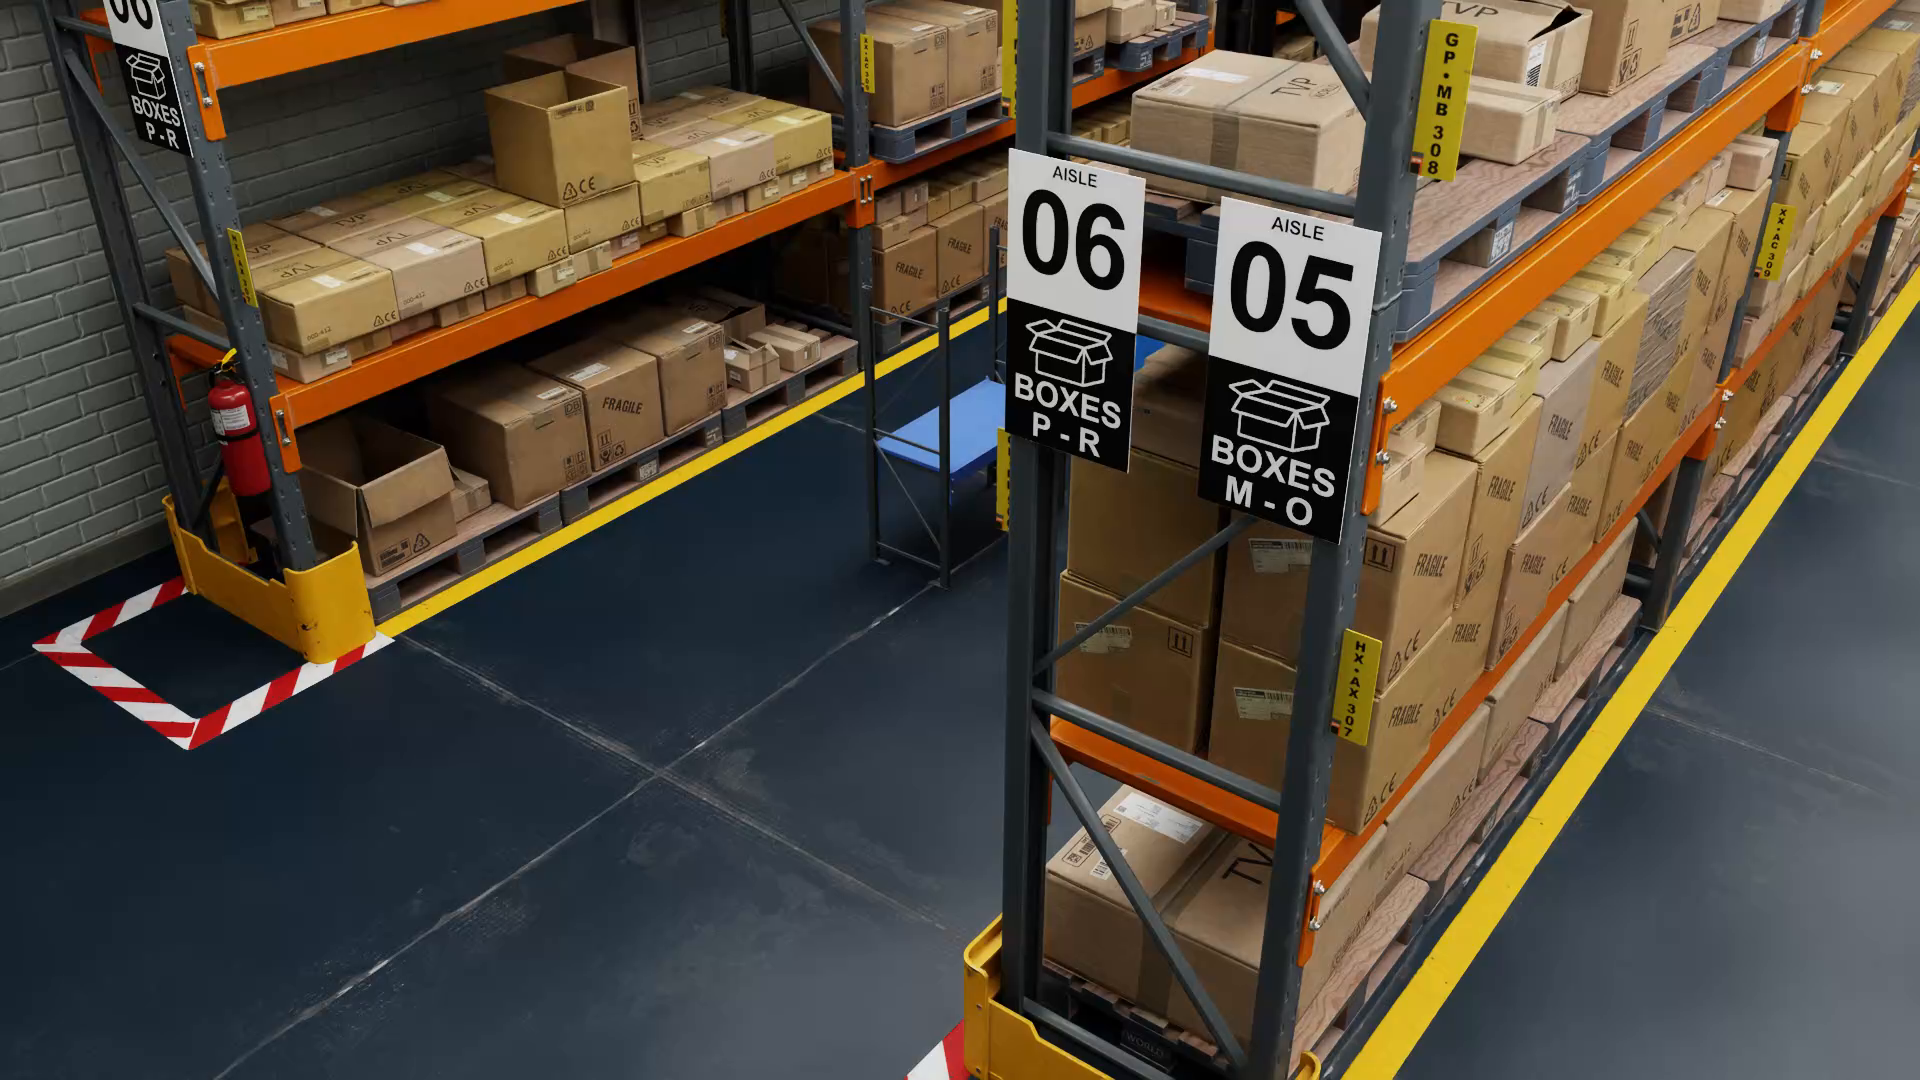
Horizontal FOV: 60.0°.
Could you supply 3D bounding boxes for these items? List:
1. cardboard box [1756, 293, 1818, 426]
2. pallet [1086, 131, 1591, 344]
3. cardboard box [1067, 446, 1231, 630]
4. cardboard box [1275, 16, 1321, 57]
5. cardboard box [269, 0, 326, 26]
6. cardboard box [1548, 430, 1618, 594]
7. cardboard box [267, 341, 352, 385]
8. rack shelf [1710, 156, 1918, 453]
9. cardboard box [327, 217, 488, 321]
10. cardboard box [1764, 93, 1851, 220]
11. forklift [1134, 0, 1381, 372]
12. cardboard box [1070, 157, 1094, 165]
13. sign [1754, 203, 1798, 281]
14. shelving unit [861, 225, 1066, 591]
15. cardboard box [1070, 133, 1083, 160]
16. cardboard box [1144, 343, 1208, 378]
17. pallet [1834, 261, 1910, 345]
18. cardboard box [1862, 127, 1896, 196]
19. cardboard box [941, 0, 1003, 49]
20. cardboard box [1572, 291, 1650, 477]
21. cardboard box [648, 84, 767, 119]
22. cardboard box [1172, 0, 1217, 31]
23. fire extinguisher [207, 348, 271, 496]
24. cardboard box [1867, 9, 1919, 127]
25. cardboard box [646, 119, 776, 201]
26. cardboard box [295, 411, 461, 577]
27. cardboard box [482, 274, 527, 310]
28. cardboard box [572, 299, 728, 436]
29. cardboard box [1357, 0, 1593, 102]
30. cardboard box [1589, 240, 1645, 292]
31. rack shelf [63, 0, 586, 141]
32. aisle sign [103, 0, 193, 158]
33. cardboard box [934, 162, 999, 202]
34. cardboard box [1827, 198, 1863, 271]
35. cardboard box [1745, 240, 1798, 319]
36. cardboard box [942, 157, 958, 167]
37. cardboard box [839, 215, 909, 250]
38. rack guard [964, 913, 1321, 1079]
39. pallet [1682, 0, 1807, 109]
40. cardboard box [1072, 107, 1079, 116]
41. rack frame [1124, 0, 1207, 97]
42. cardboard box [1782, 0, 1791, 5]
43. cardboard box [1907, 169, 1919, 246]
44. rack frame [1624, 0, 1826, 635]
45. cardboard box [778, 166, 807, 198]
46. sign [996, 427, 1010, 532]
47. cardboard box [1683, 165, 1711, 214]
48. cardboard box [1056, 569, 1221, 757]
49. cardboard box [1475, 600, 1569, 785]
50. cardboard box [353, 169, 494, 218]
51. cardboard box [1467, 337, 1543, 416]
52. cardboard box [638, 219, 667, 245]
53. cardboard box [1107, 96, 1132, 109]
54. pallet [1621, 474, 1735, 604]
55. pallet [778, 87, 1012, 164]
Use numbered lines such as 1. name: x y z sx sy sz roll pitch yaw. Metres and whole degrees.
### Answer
1. cardboard box: 4.375 -1.290 9.657 0.875 0.875 0.875 22 37 32
2. pallet: 1.010 -0.945 4.548 1.003 0.211 1.213 21 37 31
3. cardboard box: 0.672 -0.131 4.950 0.500 0.500 0.500 22 37 33
4. cardboard box: 3.074 -4.423 15.188 0.875 0.625 0.625 21 36 31
5. cardboard box: -2.874 -2.269 6.941 0.380 0.149 0.250 22 37 32
6. cardboard box: 1.983 -0.162 5.984 0.500 0.500 0.500 22 37 33
7. cardboard box: -2.972 -0.856 7.498 0.380 0.149 0.250 21 36 31
8. rack shelf: 4.192 -1.518 9.074 1.077 0.370 4.000 21 37 31
9. cardboard box: -2.596 -1.284 7.830 0.500 0.250 0.500 22 37 32
10. cardboard box: 3.765 -1.793 7.755 0.500 0.500 0.500 21 37 31
11. forklift: 2.204 -2.226 9.632 3.031 2.935 1.130 -23 38 -33
12. cardboard box: 0.732 -2.620 12.268 0.500 0.500 0.500 23 38 33
13. sign: 3.428 -1.251 6.991 0.100 0.325 0.005 21 37 31
14. shelving unit: 0.052 -0.680 8.426 0.538 1.500 1.048 21 37 31
15. cardboard box: 0.664 -2.863 12.043 0.380 0.149 0.250 21 36 31
16. cardboard box: 0.761 -0.459 4.867 0.380 0.149 0.250 22 37 32
17. pallet: 5.872 -1.758 11.509 1.003 0.211 1.213 21 37 31
18. cardboard box: 4.710 -2.092 8.994 0.500 0.250 0.500 20 36 30
19. cardboard box: 0.282 -3.421 11.071 0.700 0.500 0.500 21 37 31
20. cardboard box: 1.998 -0.596 5.734 0.500 0.500 0.500 21 37 31
21. cardboard box: -1.489 -2.486 9.857 0.500 0.250 0.500 21 36 31
22. cardboard box: 1.903 -4.207 13.053 0.500 0.250 0.500 21 37 31
23. fire extinguisher: -3.109 -0.519 7.125 0.296 0.674 0.183 21 37 31
24. cardboard box: 4.993 -2.612 9.136 0.500 0.500 0.500 22 37 32
25. cardboard box: -1.378 -2.114 9.229 0.500 0.250 0.500 21 37 31
26. cardboard box: -2.944 -0.241 8.251 0.797 0.503 0.637 20 36 29
27. cardboard box: -2.367 -1.284 8.221 0.380 0.149 0.250 22 37 32
28. cardboard box: -1.771 -0.997 9.529 0.700 0.500 0.500 20 36 30
29. cardboard box: 1.514 -1.457 4.902 0.500 0.311 0.500 22 37 32
30. cardboard box: 2.094 -0.939 5.677 0.380 0.149 0.250 21 37 31
31. rack shelf: -2.182 -2.708 8.141 1.077 0.370 4.000 21 37 31
32. aisle sign: -3.196 -1.915 6.489 0.394 0.787 0.004 21 37 31
33. cardboard box: 0.041 -2.439 11.326 0.380 0.149 0.250 21 37 31
34. cardboard box: 4.403 -1.662 8.759 0.500 0.250 0.500 20 36 31
35. cardboard box: 3.475 -1.257 7.585 0.500 0.250 0.500 20 36 30
36. cardboard box: -0.235 -2.702 11.771 0.380 0.149 0.250 22 37 32
37. cardboard box: -0.546 -1.989 10.567 0.380 0.149 0.250 23 38 33
38. rack guard: 0.556 1.697 5.397 1.175 0.500 0.348 21 37 31
39. pallet: 2.483 -1.937 6.221 1.003 0.211 1.213 21 37 31
40. cardboard box: 0.695 -3.335 12.839 0.380 0.149 0.250 22 37 33
41. rack frame: 1.440 -4.166 12.838 1.000 3.000 0.127 21 37 31
42. cardboard box: 2.855 -2.112 6.052 0.396 0.266 0.258 22 37 33
43. cardboard box: 6.650 -2.526 12.235 0.950 0.372 0.625 22 37 33
44. rack frame: 2.985 -1.014 7.519 1.000 3.000 0.127 21 37 31
45. cardboard box: -1.106 -2.112 9.619 0.380 0.149 0.250 22 37 33
46. sign: 0.146 -0.161 4.712 0.100 0.325 0.005 21 37 31
47. cardboard box: 2.649 -1.371 6.407 0.380 0.149 0.250 21 37 31
48. cardboard box: 0.651 0.291 5.219 0.500 0.500 0.500 21 37 32
49. cardboard box: 1.980 0.494 7.076 0.875 0.438 0.875 20 36 30
50. cardboard box: -2.708 -1.656 8.457 0.500 0.250 0.500 22 37 33
51. cardboard box: 1.500 -0.511 4.955 0.380 0.149 0.250 20 36 30
52. cardboard box: -1.800 -1.718 8.953 0.380 0.149 0.250 22 37 32
53. cardboard box: 1.344 -3.272 12.732 0.380 0.149 0.250 19 36 29
54. pallet: 3.391 -0.151 8.799 1.003 0.211 1.213 21 37 31
55. pallet: -0.405 -2.749 10.635 1.003 0.211 1.213 21 37 31
